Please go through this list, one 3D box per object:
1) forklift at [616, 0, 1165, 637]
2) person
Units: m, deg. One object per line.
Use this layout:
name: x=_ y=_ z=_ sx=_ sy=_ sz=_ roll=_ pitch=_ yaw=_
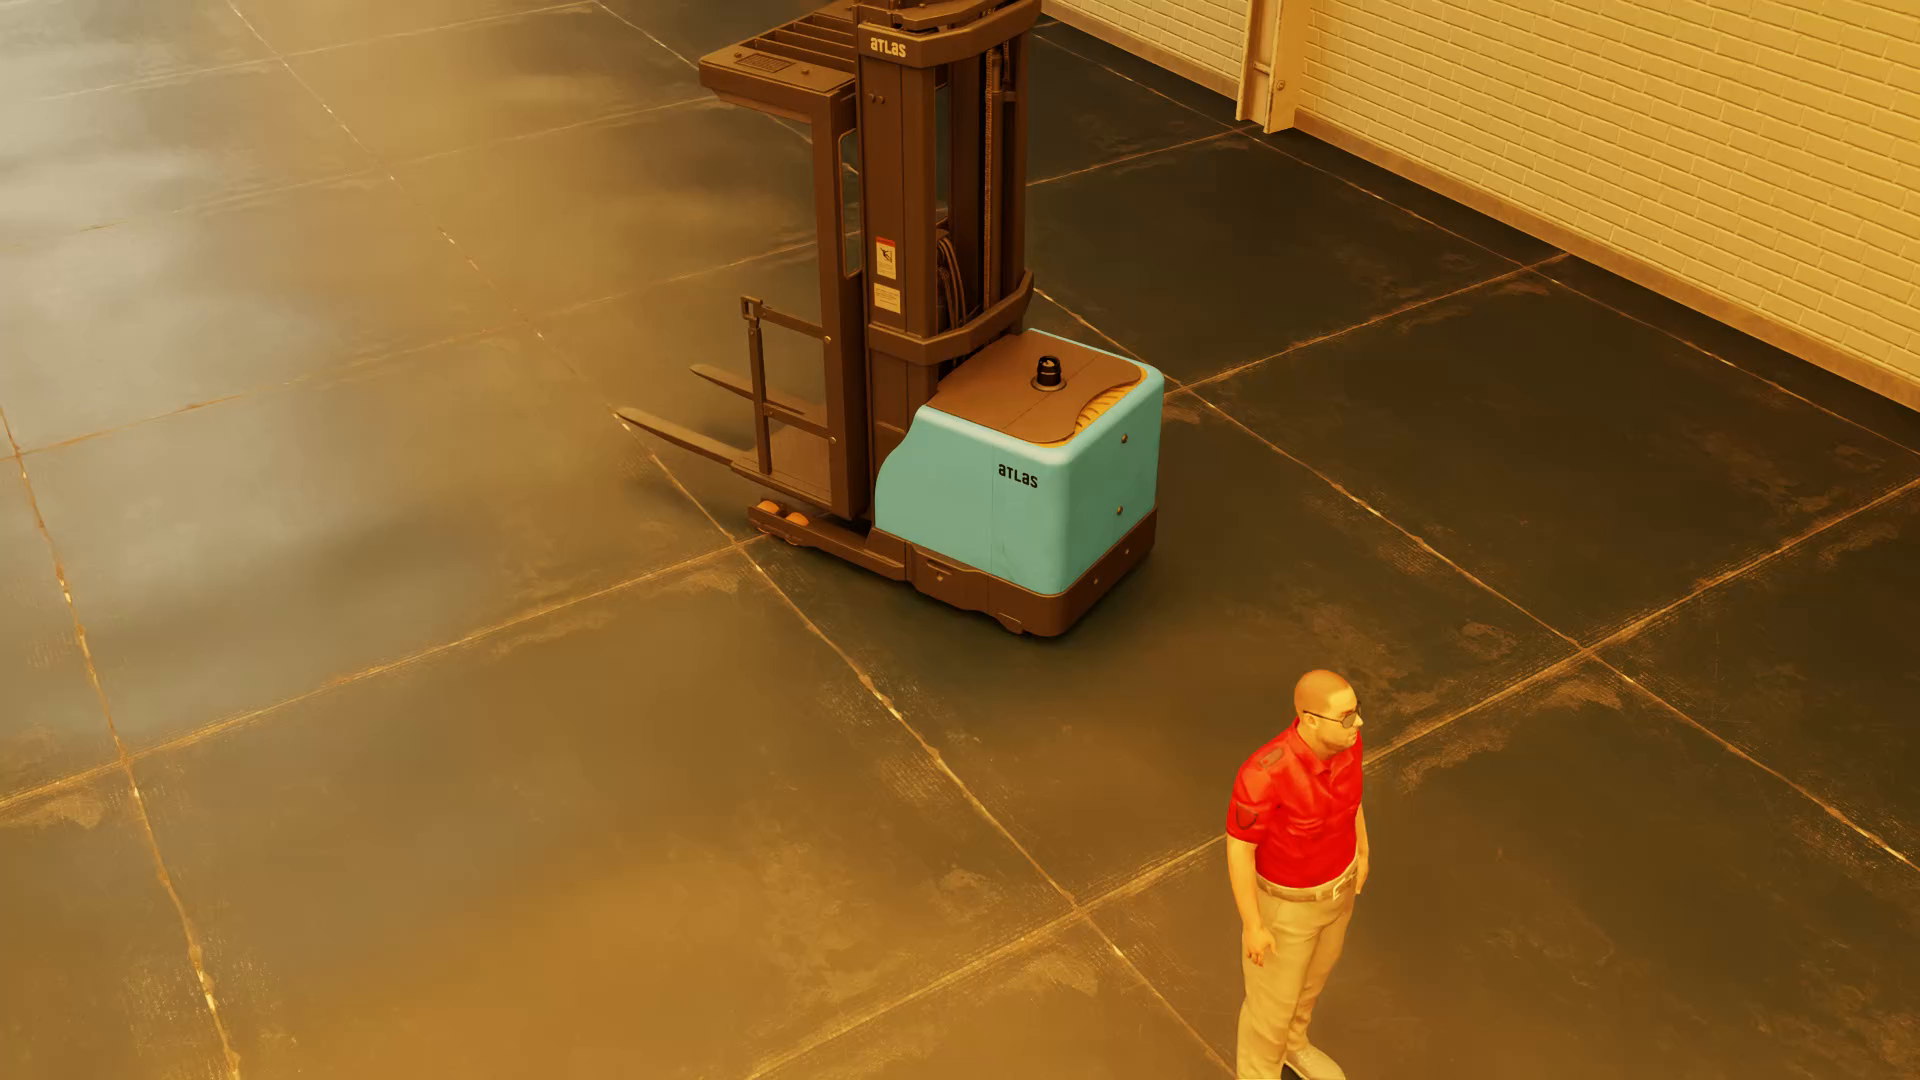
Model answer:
forklift: x=-0.500 y=-1.399 z=8.138 sx=3.031 sy=2.935 sz=1.130 roll=22 pitch=41 yaw=28
person: x=1.186 y=1.205 z=5.469 sx=0.632 sy=1.729 sz=0.545 roll=-27 pitch=43 yaw=-33
